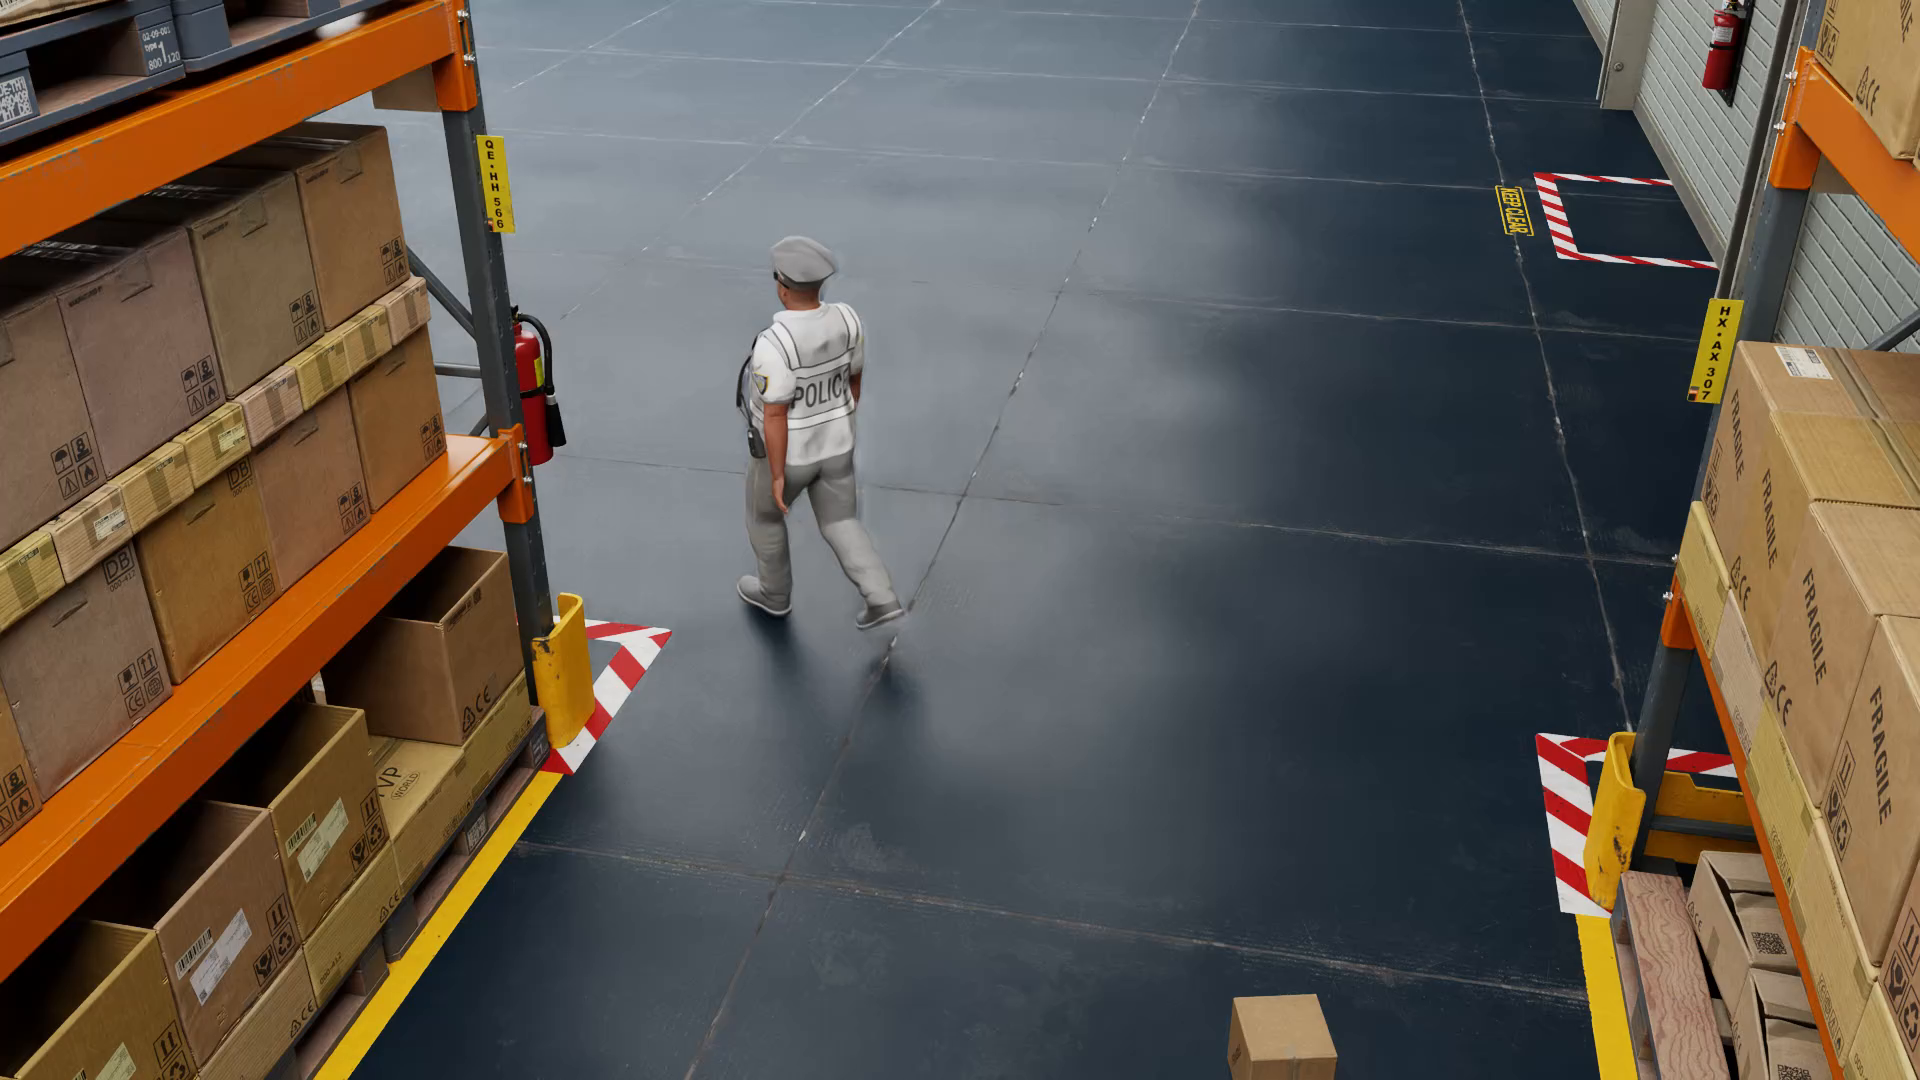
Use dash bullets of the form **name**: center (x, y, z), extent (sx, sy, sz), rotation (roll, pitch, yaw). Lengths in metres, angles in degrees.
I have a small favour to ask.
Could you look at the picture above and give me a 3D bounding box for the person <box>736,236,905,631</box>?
- **person**: center (-0.612, -0.402, 6.816), extent (0.536, 1.730, 0.924), rotation (-21, 35, -33)
